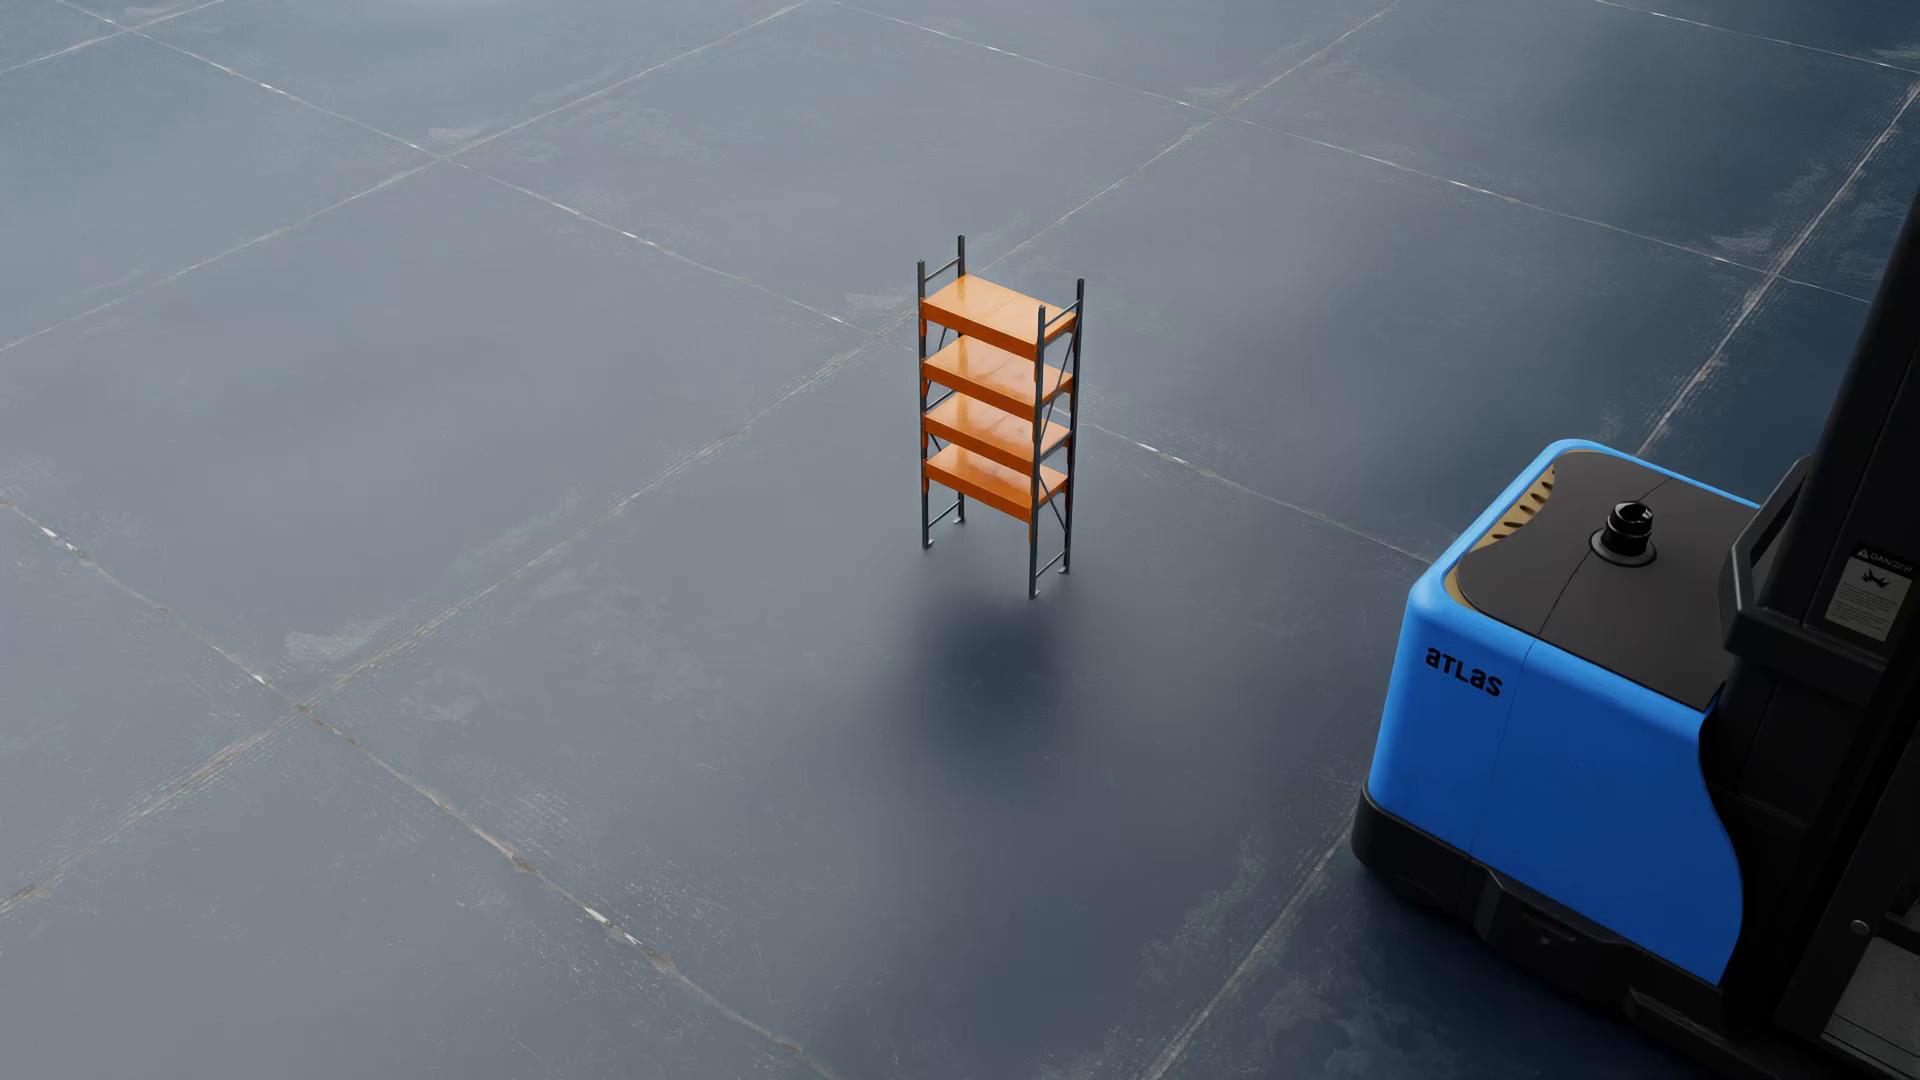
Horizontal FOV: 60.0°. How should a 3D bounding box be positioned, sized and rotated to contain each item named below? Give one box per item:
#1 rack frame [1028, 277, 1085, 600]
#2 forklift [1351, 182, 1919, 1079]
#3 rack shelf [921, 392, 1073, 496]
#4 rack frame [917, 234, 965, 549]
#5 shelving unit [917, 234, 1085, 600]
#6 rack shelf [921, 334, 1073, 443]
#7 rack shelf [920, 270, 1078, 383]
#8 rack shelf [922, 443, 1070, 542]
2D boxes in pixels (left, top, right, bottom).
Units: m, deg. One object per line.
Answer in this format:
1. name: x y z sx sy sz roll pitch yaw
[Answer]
1. rack frame: 0.325 -0.319 5.684 0.015 1.200 0.240 25 45 29
2. forklift: 2.623 0.177 3.646 3.031 2.935 1.130 27 46 30
3. rack shelf: 0.131 -0.357 5.842 0.480 0.148 0.258 25 45 29
4. rack frame: -0.062 -0.502 5.918 0.015 1.200 0.240 25 45 29
5. shelving unit: 0.131 -0.410 5.801 0.503 1.200 0.258 25 45 29
6. rack shelf: 0.131 -0.534 5.705 0.480 0.148 0.258 25 45 29
7. rack shelf: 0.131 -0.720 5.559 0.480 0.148 0.258 25 45 29
8. rack shelf: 0.131 -0.201 5.965 0.480 0.148 0.258 25 45 29
